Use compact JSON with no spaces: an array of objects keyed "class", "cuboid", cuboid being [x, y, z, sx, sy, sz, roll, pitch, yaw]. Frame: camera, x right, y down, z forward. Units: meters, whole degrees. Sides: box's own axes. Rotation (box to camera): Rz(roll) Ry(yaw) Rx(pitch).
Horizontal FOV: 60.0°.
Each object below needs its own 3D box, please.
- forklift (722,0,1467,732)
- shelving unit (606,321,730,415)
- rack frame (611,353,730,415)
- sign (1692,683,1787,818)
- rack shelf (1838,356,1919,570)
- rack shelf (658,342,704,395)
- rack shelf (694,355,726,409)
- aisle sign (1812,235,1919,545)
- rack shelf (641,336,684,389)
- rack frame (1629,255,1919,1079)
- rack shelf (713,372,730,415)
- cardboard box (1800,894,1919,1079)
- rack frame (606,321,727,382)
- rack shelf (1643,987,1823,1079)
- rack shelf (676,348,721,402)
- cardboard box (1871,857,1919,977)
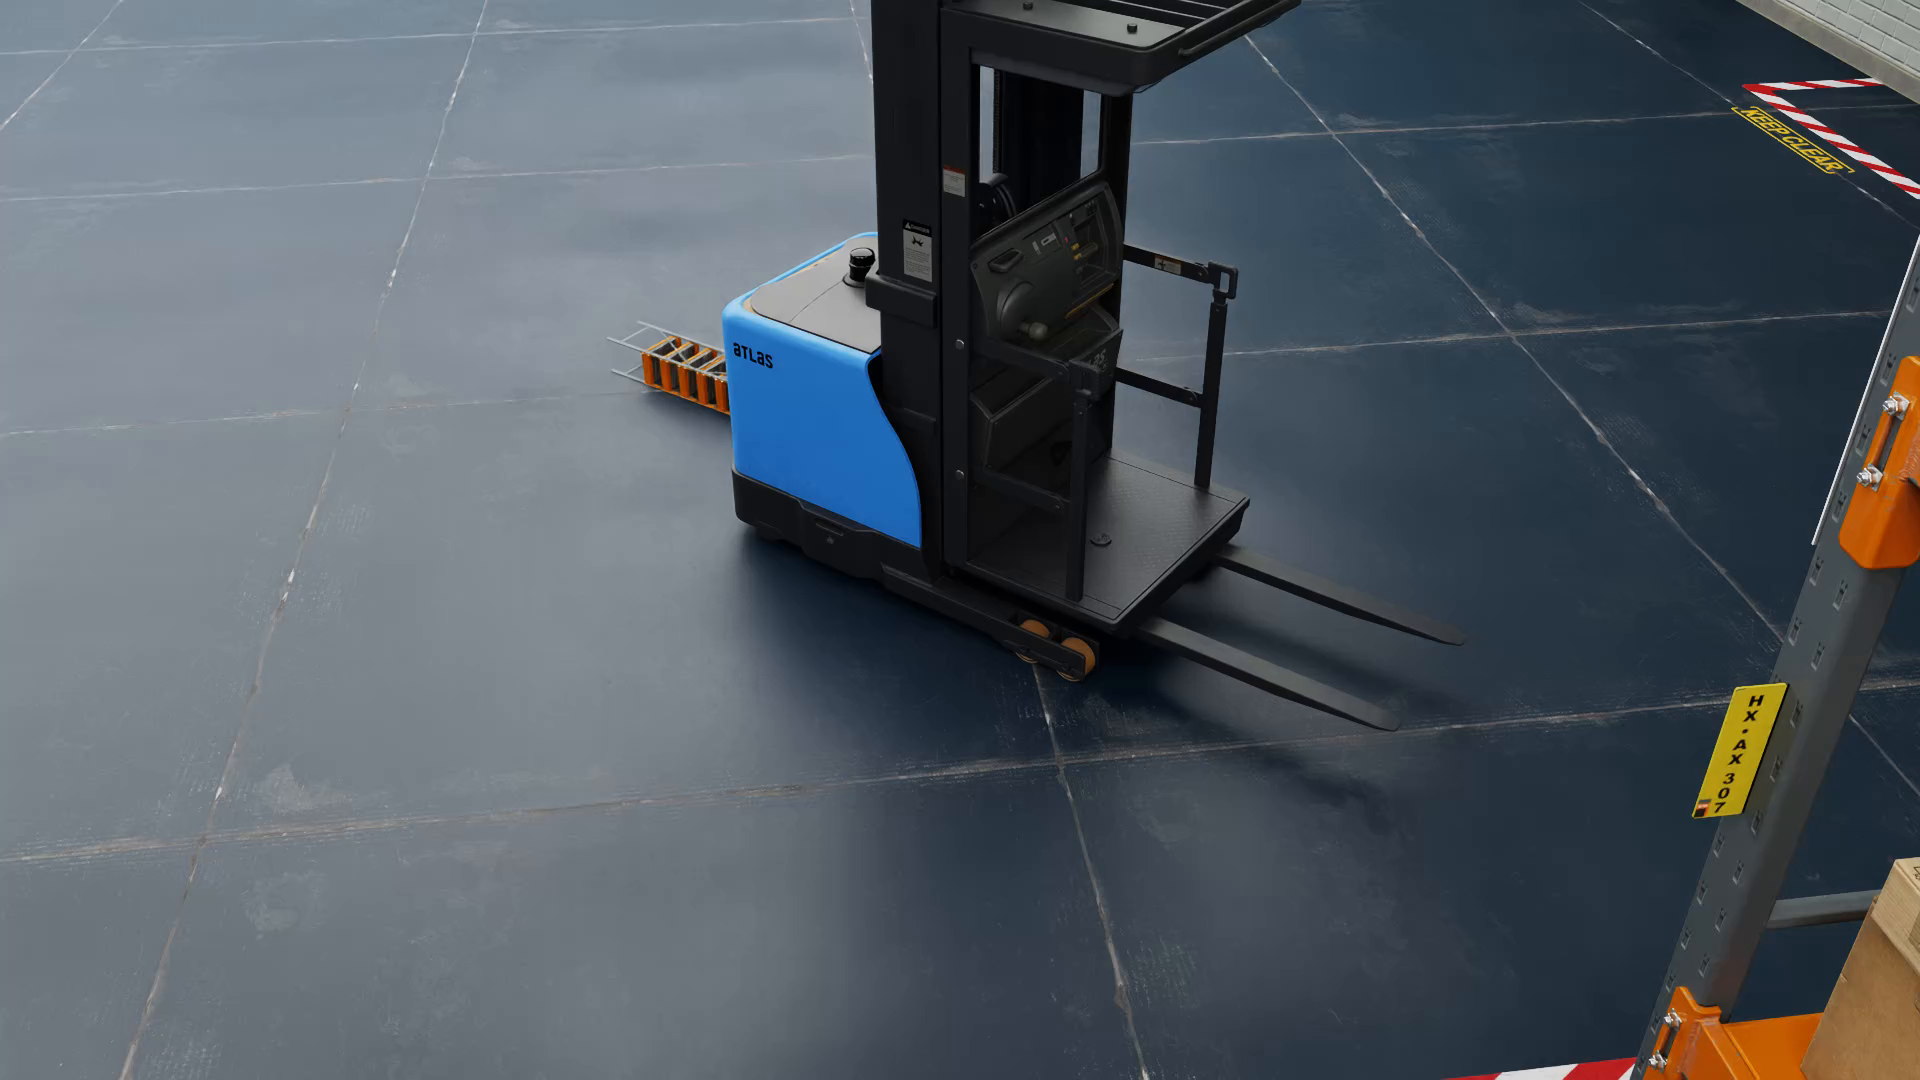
[{"class":"forklift","cuboid":[0.505,-1.005,6.122,3.031,2.935,1.130,22,40,29]},{"class":"shelving unit","cuboid":[-1.224,-0.807,8.262,1.200,0.189,0.258,21,39,28]},{"class":"rack frame","cuboid":[-1.224,-0.731,8.313,1.200,0.006,0.240,21,39,28]},{"class":"sign","cuboid":[1.477,0.403,3.156,0.100,0.325,0.005,-4,35,-6]},{"class":"rack shelf","cuboid":[2.297,0.929,1.199,1.077,0.370,4.000,-4,35,-6]},{"class":"rack shelf","cuboid":[-1.386,-0.869,8.353,0.103,0.180,0.258,21,39,28]},{"class":"rack shelf","cuboid":[-1.188,-0.793,8.241,0.103,0.180,0.258,21,39,28]},{"class":"aisle sign","cuboid":[1.715,-0.333,2.766,0.394,0.787,0.004,-4,35,-6]},{"class":"rack shelf","cuboid":[-1.485,-0.907,8.408,0.103,0.180,0.258,21,39,28]},{"class":"rack frame","cuboid":[2.031,0.755,3.479,0.949,2.616,0.053,-4,35,-6]},{"class":"rack shelf","cuboid":[-1.088,-0.755,8.186,0.103,0.180,0.258,21,39,28]},{"class":"cardboard box","cuboid":[2.078,0.975,3.067,0.700,0.500,0.500,-4,35,-6]},{"class":"rack frame","cuboid":[-1.224,-0.882,8.210,1.200,0.006,0.240,21,39,28]},{"class":"rack shelf","cuboid":[2.297,2.168,2.043,1.077,0.370,4.000,-4,35,-6]},{"class":"rack shelf","cuboid":[-1.287,-0.831,8.297,0.103,0.180,0.258,21,39,28]},{"class":"cardboard box","cuboid":[1.867,0.681,2.922,0.380,0.149,0.250,-5,35,-7]}]
